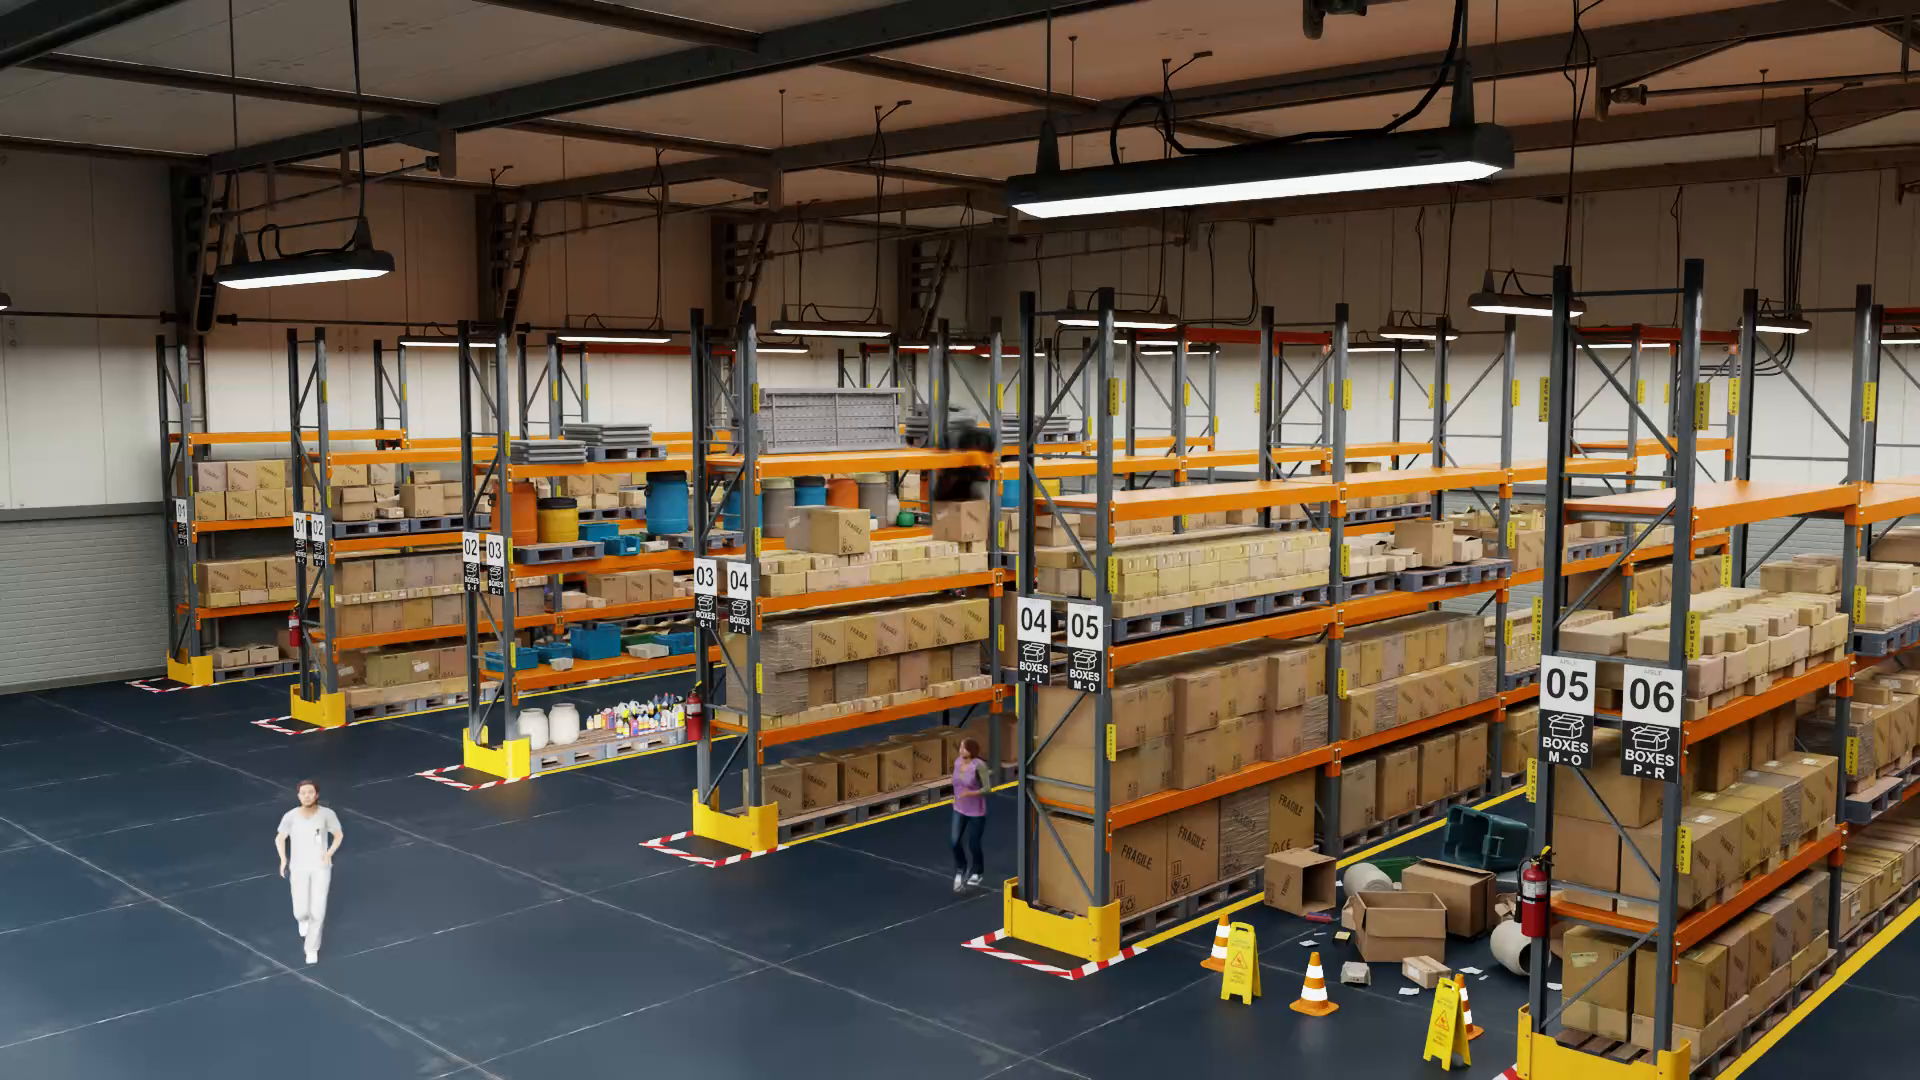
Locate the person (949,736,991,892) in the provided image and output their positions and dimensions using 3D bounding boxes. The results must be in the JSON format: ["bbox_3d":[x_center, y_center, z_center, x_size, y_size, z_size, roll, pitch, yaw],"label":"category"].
[{"bbox_3d":[0.088,2.774,16.732,0.510,1.578,0.651,3,6,28],"label":"person"}]

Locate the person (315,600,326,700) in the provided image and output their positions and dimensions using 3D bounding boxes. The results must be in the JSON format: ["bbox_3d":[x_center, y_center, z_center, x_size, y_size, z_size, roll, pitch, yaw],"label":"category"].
[{"bbox_3d":[-10.274,1.750,27.244,0.693,1.721,0.609,4,7,36],"label":"person"}]

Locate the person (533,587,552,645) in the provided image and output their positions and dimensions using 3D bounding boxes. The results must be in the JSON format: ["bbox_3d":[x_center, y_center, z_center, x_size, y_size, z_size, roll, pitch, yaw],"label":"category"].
[{"bbox_3d":[-7.813,1.447,30.919,0.562,1.675,0.849,3,6,32],"label":"person"}]

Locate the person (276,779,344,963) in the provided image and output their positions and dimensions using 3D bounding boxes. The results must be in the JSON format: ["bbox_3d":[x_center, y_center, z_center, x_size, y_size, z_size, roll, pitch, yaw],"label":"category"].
[{"bbox_3d":[-5.864,2.958,15.020,0.573,1.627,0.568,-2,6,-19],"label":"person"}]
